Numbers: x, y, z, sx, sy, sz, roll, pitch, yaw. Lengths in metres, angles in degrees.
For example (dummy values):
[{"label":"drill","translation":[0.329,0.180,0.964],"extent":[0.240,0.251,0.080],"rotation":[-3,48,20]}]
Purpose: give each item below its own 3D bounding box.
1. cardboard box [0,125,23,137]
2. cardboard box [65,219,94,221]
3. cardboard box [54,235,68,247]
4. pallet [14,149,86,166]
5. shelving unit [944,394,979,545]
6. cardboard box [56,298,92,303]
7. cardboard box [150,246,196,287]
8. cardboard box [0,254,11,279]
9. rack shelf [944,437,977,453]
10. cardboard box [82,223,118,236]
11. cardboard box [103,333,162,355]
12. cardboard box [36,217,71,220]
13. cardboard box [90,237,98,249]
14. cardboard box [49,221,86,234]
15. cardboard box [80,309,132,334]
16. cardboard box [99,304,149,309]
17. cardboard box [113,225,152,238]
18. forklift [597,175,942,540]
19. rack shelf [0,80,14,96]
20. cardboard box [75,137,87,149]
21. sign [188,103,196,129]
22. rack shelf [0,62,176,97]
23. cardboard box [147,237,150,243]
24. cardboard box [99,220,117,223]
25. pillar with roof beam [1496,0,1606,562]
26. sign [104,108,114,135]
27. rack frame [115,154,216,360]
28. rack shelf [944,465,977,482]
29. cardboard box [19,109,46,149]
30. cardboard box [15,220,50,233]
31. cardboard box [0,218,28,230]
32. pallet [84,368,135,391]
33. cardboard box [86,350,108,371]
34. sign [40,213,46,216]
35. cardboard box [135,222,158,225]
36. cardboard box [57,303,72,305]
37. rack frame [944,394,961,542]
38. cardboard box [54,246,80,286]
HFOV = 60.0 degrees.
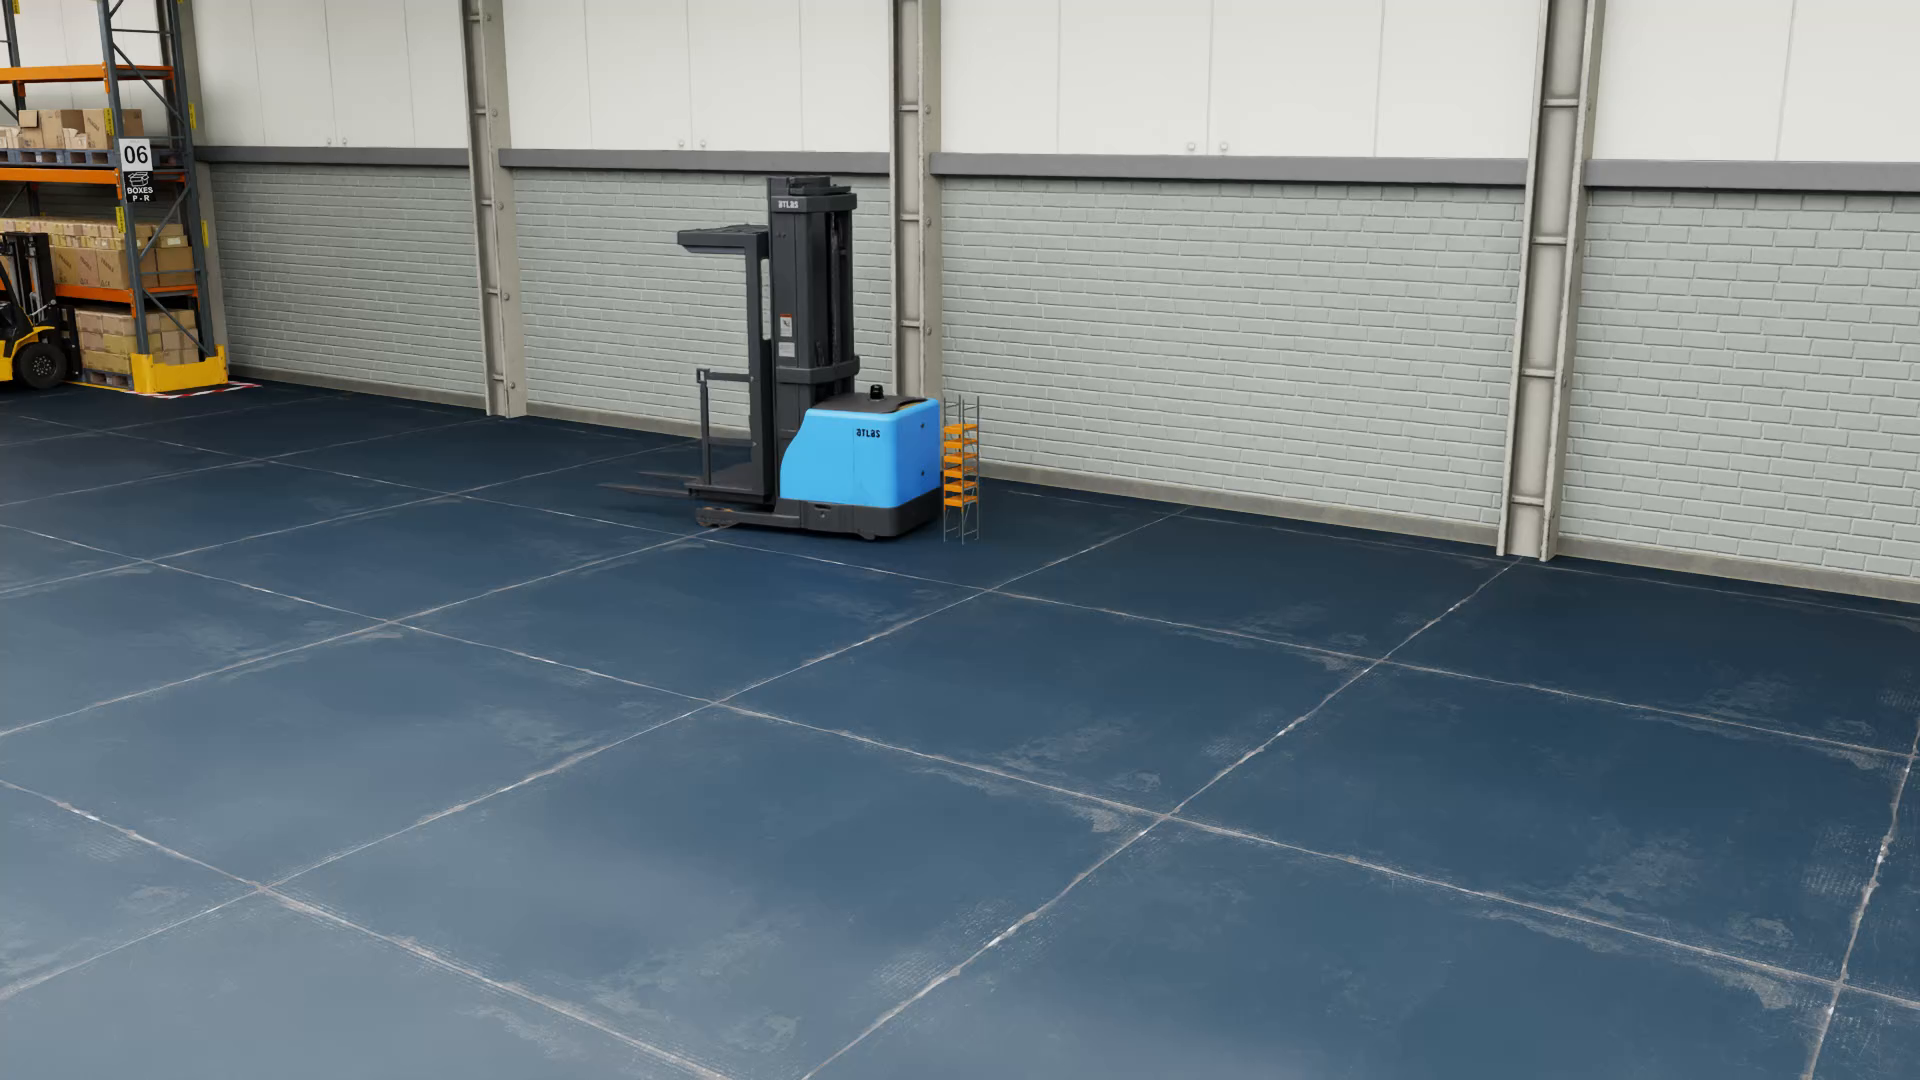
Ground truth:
[{"label":"cardboard box","translation":[-13.073,-5.524,22.759],"extent":[0.500,0.311,0.500],"rotation":[10,17,34]},{"label":"cardboard box","translation":[-12.149,-4.366,23.043],"extent":[0.250,0.149,0.380],"rotation":[9,16,32]},{"label":"cardboard box","translation":[-11.830,-4.004,22.198],"extent":[0.250,0.149,0.380],"rotation":[9,17,33]},{"label":"pallet","translation":[-11.897,-5.160,22.365],"extent":[1.213,0.211,1.003],"rotation":[9,17,33]},{"label":"shelving unit","translation":[0.012,-0.580,13.671],"extent":[0.189,1.200,0.258],"rotation":[9,17,33]},{"label":"cardboard box","translation":[-12.682,-3.282,23.605],"extent":[0.500,0.250,0.500],"rotation":[9,16,32]},{"label":"cardboard box","translation":[-10.564,-3.653,22.131],"extent":[0.500,0.500,0.500],"rotation":[10,17,35]},{"label":"cardboard box","translation":[-12.963,-3.890,23.086],"extent":[0.500,0.500,0.500],"rotation":[10,17,34]},{"label":"rack shelf","translation":[0.012,-0.770,13.624],"extent":[0.180,0.103,0.258],"rotation":[9,17,33]},{"label":"cardboard box","translation":[-11.342,-4.102,21.973],"extent":[0.250,0.149,0.380],"rotation":[9,17,33]},{"label":"cardboard box","translation":[-10.886,-2.598,21.883],"extent":[0.500,0.250,0.500],"rotation":[9,16,32]},{"label":"cardboard box","translation":[-12.781,-4.470,23.461],"extent":[0.250,0.149,0.380],"rotation":[9,17,32]},{"label":"cardboard box","translation":[-11.162,-3.912,21.828],"extent":[0.250,0.149,0.380],"rotation":[10,17,34]},{"label":"cardboard box","translation":[-11.999,-4.201,22.376],"extent":[0.250,0.149,0.380],"rotation":[9,17,34]},{"label":"cardboard box","translation":[-11.291,-2.904,22.081],"extent":[0.500,0.250,0.500],"rotation":[10,17,34]},{"label":"cardboard box","translation":[-11.427,-3.075,22.771],"extent":[0.500,0.250,0.500],"rotation":[9,17,32]},{"label":"cardboard box","translation":[-10.723,-3.997,21.550],"extent":[0.250,0.149,0.380],"rotation":[9,17,33]},{"label":"forklift","translation":[-1.727,-1.631,14.312],"extent":[3.031,2.935,1.130],"rotation":[6,15,22]},{"label":"rack shelf","translation":[-15.287,-6.656,24.315],"extent":[4.000,0.370,1.077],"rotation":[9,17,33]},{"label":"cardboard box","translation":[-11.165,-5.120,21.462],"extent":[0.250,0.149,0.380],"rotation":[9,16,31]},{"label":"sign","translation":[-9.993,-5.512,21.620],"extent":[0.005,0.325,0.100],"rotation":[9,17,33]},{"label":"rack shelf","translation":[-11.968,-6.120,22.148],"extent":[4.000,0.370,1.077],"rotation":[9,17,33]},{"label":"cardboard box","translation":[-10.685,-3.964,22.036],"extent":[0.250,0.149,0.380],"rotation":[9,17,33]},{"label":"cardboard box","translation":[-11.485,-4.274,22.670],"extent":[0.250,0.149,0.380],"rotation":[9,16,31]},{"label":"pillar with roof beam","translation":[2.150,-3.396,8.814],"extent":[0.400,9.000,9.100],"rotation":[9,17,33]},{"label":"sign","translation":[-10.622,-5.224,20.764],"extent":[0.005,0.325,0.100],"rotation":[9,17,33]},{"label":"rack frame","translation":[-10.308,-3.483,21.651],"extent":[0.127,3.000,1.000],"rotation":[9,17,33]},{"label":"rack shelf","translation":[0.012,-0.537,13.682],"extent":[0.180,0.103,0.258],"rotation":[9,17,33]},{"label":"cardboard box","translation":[-12.070,-5.496,22.242],"extent":[0.637,0.503,0.797],"rotation":[10,17,35]},{"label":"cardboard box","translation":[-12.657,-4.291,22.740],"extent":[0.250,0.149,0.380],"rotation":[9,16,32]},{"label":"cardboard box","translation":[-13.251,-4.412,23.226],"extent":[0.250,0.149,0.380],"rotation":[9,17,34]},{"label":"pallet","translation":[-10.966,-2.224,22.367],"extent":[1.213,0.211,1.003],"rotation":[9,17,33]},{"label":"cardboard box","translation":[-11.282,-2.421,22.208],"extent":[0.500,0.250,0.500],"rotation":[9,17,33]},{"label":"sign","translation":[-13.319,-4.589,24.152],"extent":[0.005,0.325,0.100],"rotation":[9,17,33]},{"label":"cardboard box","translation":[-10.893,-4.153,22.180],"extent":[0.250,0.149,0.380],"rotation":[10,17,34]},{"label":"cardboard box","translation":[-12.563,-3.111,22.917],"extent":[0.500,0.250,0.500],"rotation":[10,17,35]},{"label":"rack frame","translation":[-0.064,-0.593,13.721],"extent":[0.006,1.200,0.240],"rotation":[9,17,33]},{"label":"cardboard box","translation":[-11.714,-3.685,22.260],"extent":[0.500,0.500,0.500],"rotation":[9,16,32]}]
